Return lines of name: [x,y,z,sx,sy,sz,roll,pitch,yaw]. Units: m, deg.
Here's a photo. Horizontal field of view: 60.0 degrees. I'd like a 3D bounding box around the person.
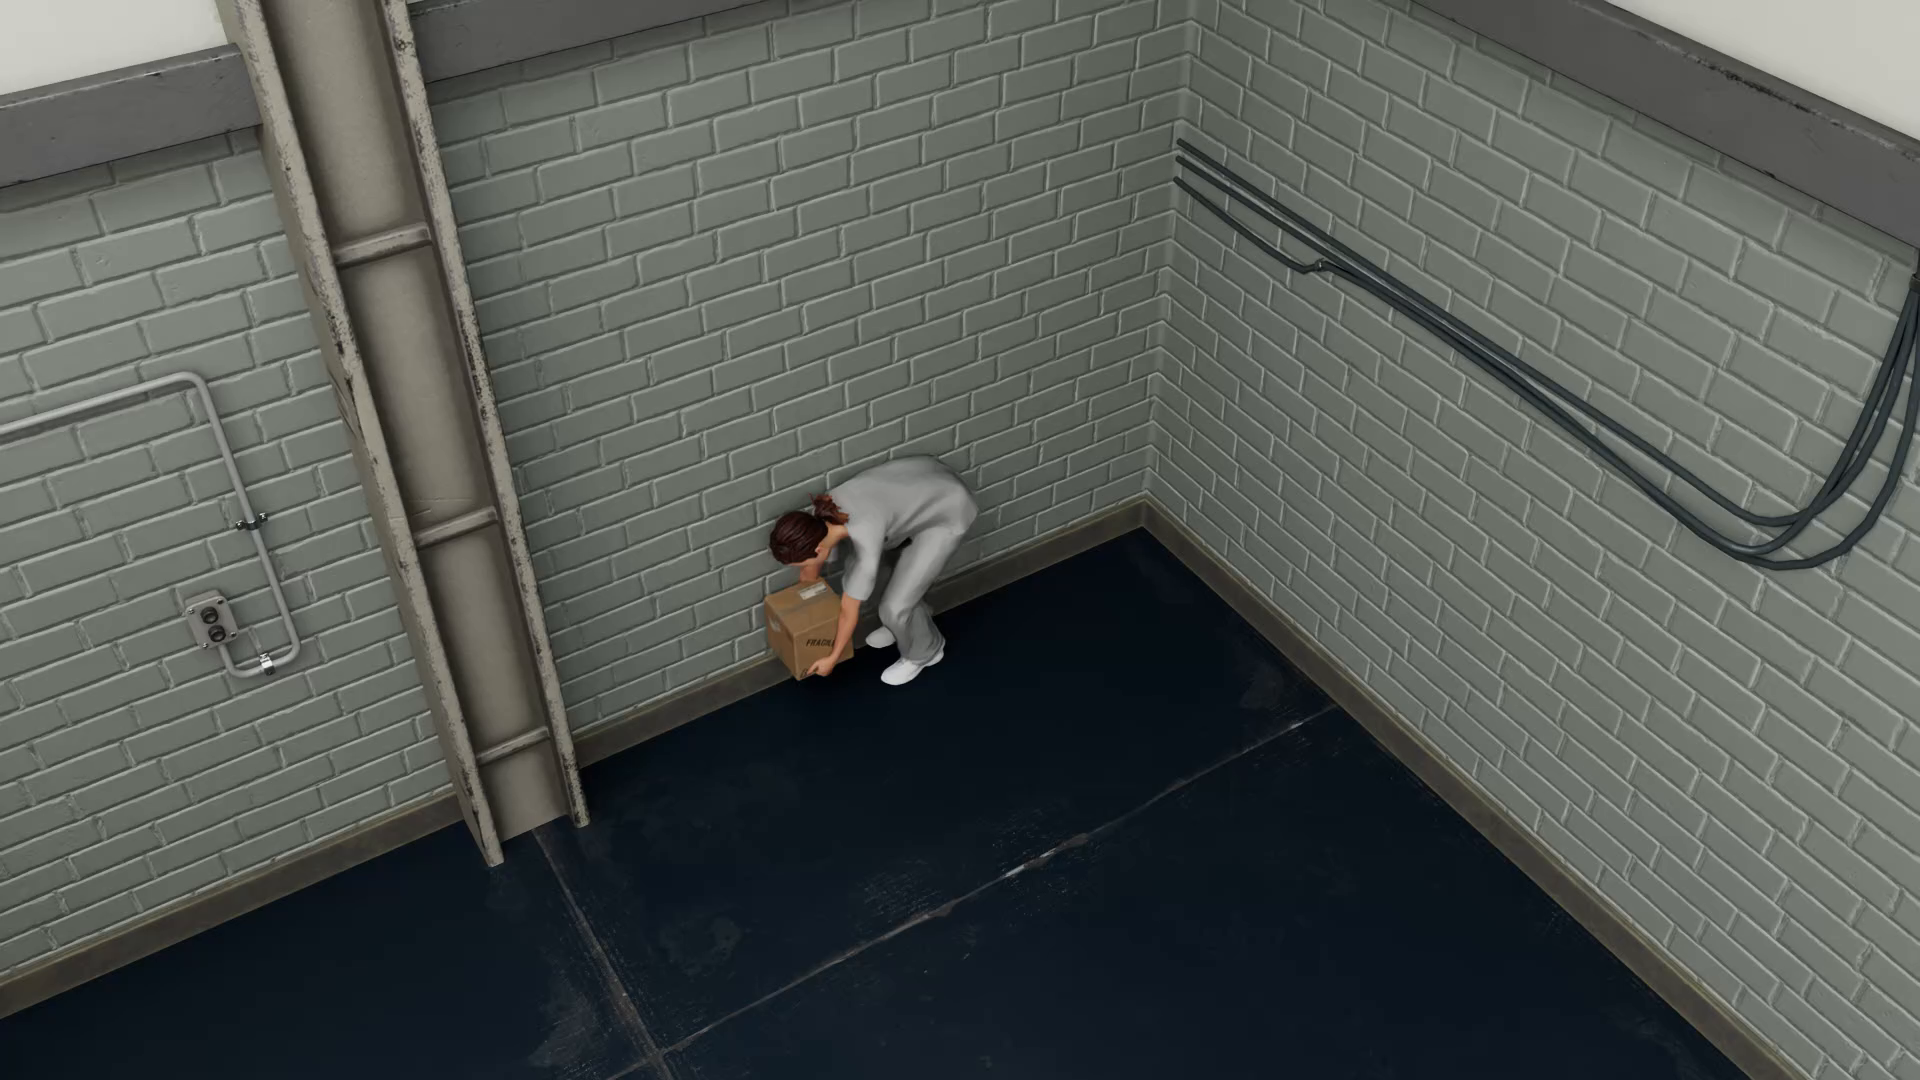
person: [-0.338,0.138,6.511,0.867,1.007,0.457,-25,47,-26]
